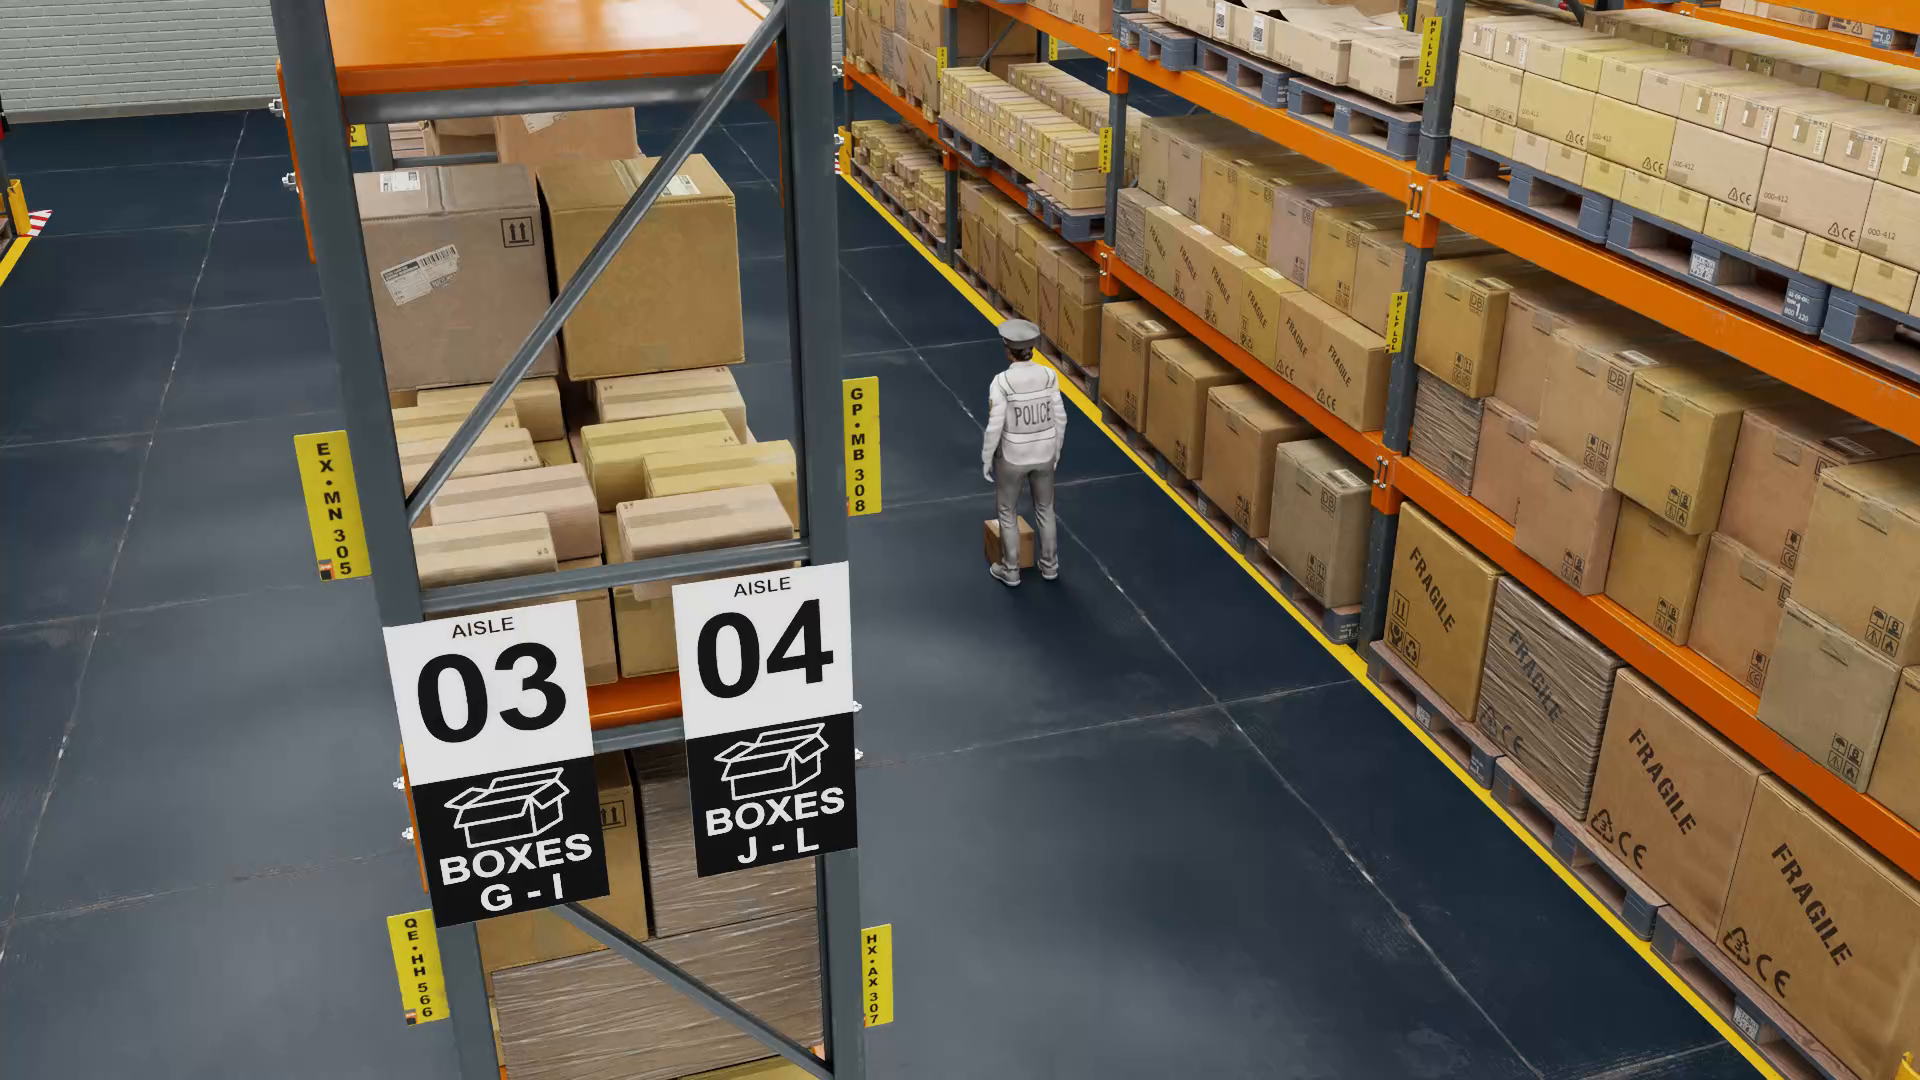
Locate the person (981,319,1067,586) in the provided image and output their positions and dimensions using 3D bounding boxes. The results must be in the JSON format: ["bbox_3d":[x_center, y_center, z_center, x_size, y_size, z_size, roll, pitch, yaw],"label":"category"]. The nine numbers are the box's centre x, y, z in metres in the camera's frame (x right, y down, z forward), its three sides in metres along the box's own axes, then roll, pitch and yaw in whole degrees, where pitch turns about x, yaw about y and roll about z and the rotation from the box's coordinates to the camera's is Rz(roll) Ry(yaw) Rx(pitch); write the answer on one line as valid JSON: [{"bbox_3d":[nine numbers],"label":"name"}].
[{"bbox_3d":[0.387,-0.508,10.127,0.547,1.666,0.371,-10,28,-19],"label":"person"}]
